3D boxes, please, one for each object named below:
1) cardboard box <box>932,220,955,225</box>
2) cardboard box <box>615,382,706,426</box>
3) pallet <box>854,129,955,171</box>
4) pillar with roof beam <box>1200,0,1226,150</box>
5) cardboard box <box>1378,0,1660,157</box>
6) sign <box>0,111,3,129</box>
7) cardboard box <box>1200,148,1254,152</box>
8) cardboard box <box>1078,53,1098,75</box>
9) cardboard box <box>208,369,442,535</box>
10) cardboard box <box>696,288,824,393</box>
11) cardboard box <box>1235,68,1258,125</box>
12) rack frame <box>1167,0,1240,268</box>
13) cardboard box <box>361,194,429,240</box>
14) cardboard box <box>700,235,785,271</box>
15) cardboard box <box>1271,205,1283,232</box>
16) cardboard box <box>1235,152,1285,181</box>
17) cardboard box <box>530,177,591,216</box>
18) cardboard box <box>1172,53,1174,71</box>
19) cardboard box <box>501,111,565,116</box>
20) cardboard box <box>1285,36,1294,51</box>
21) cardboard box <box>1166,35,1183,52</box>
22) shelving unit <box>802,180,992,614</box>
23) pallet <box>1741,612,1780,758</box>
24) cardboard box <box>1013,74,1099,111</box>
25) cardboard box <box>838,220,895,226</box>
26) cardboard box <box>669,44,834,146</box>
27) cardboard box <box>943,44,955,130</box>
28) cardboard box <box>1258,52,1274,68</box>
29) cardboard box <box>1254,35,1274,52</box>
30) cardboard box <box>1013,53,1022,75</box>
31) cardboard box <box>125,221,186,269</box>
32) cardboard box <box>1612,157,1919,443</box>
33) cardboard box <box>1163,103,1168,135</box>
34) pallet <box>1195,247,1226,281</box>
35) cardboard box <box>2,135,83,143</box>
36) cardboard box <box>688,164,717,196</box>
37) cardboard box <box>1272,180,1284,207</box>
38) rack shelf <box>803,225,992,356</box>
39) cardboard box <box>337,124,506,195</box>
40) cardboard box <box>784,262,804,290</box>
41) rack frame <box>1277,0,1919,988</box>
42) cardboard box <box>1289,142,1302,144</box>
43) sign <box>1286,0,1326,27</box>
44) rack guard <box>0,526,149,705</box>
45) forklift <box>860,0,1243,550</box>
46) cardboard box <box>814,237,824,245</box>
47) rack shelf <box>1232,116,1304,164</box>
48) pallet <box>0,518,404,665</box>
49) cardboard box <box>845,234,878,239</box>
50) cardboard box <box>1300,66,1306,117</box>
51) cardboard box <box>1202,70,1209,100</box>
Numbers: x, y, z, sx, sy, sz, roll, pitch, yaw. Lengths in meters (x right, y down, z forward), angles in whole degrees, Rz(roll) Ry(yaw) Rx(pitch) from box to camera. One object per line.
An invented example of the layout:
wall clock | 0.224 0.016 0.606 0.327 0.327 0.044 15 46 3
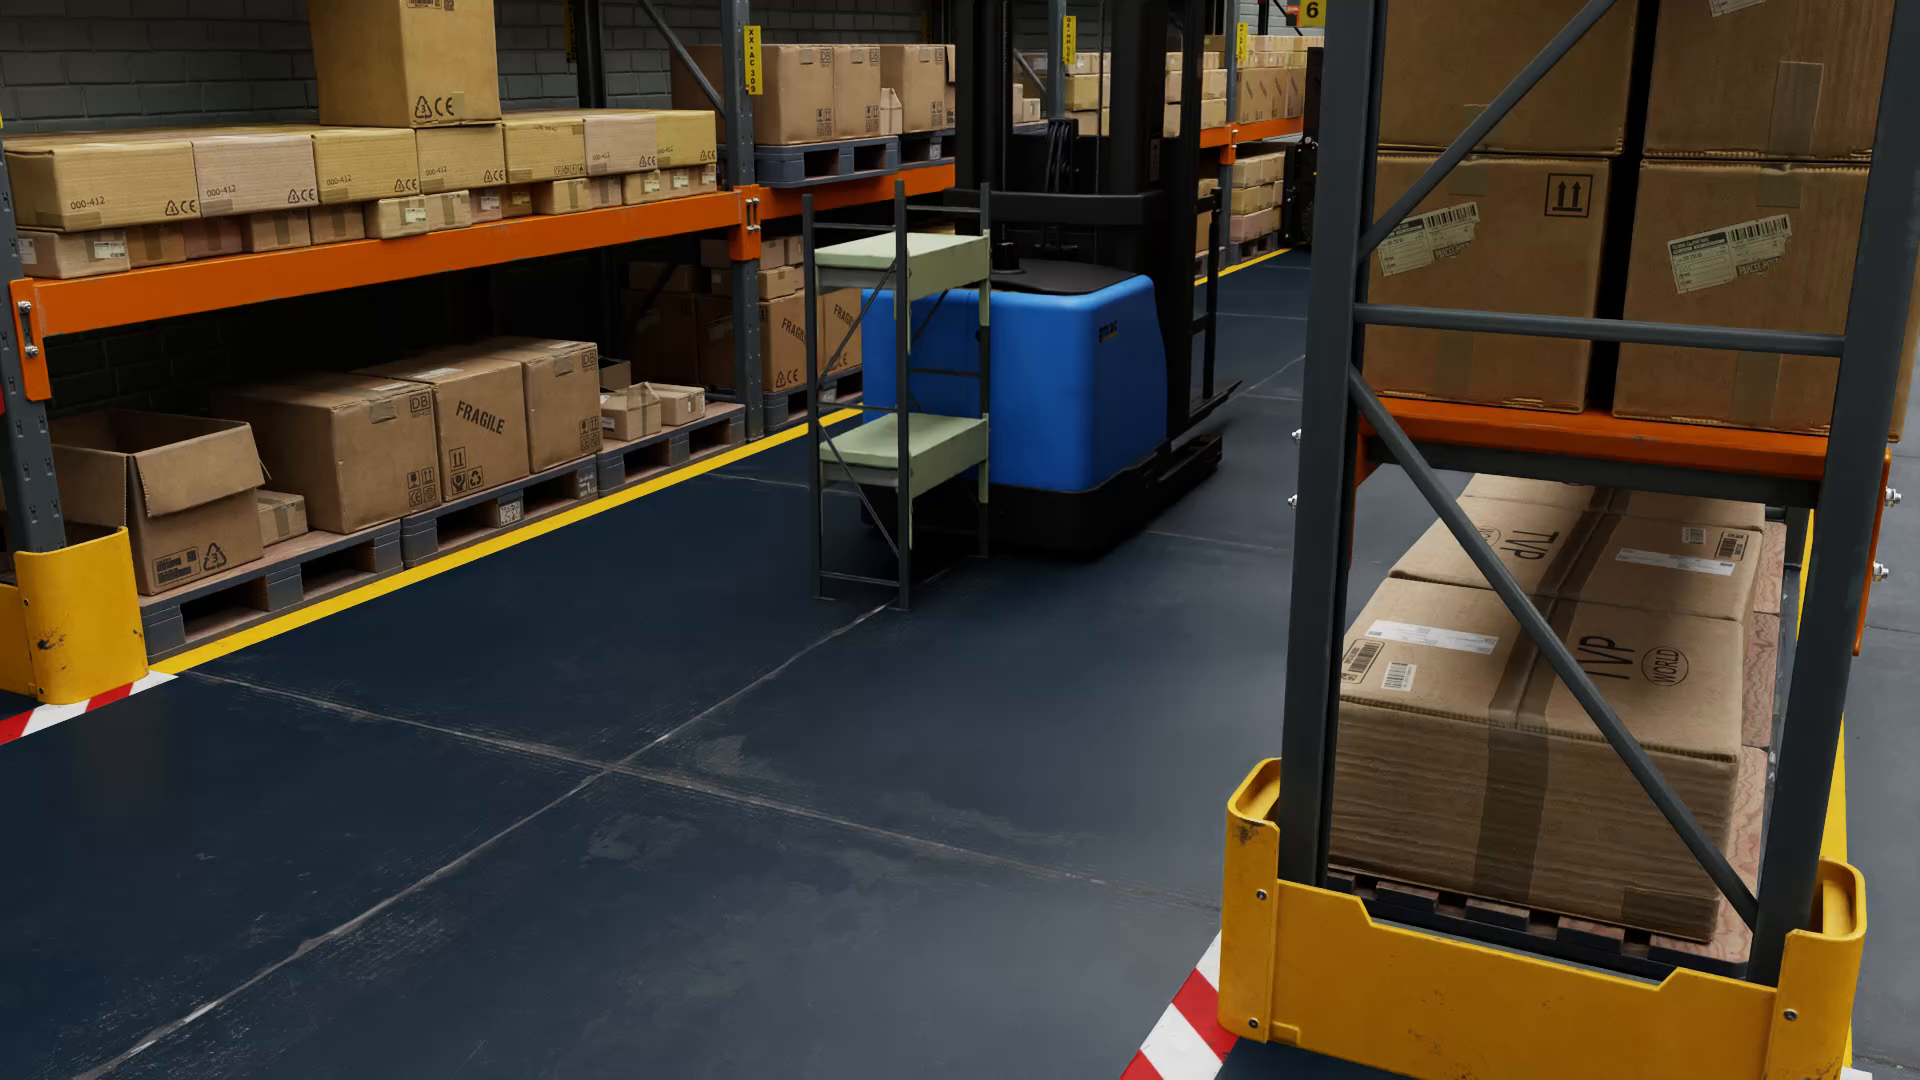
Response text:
cardboard box | 0.026 -2.066 11.224 0.380 0.149 0.250 7 18 24
cardboard box | -1.502 -0.681 8.319 0.380 0.149 0.250 7 18 24
pallet | -0.593 -2.457 10.364 1.003 0.211 1.213 8 18 25
pillar with roof beam | 6.580 -7.348 15.958 9.100 9.000 0.400 8 18 25
cardboard box | 1.141 -1.057 3.382 0.500 0.500 0.500 9 19 27
sign | -2.818 -1.353 4.791 0.100 0.325 0.005 8 18 25
cardboard box | 2.774 -3.963 17.435 0.500 0.250 0.500 8 18 24
cardboard box | 0.796 -3.515 12.277 0.380 0.149 0.250 9 19 27
cardboard box | -2.528 -0.366 6.643 0.700 0.500 0.500 9 19 28
cardboard box | -1.098 -1.123 9.191 0.500 0.500 0.500 9 19 28
cardboard box | 2.491 -4.191 15.692 0.500 0.500 0.500 8 18 24
rack frame | 2.059 -4.063 15.437 1.000 3.000 0.127 8 18 25
cardboard box | -2.291 -1.257 6.430 0.380 0.149 0.250 8 18 24
cardboard box | -1.172 -1.548 8.957 0.380 0.149 0.250 8 18 24
cardboard box | 3.000 -3.292 16.931 0.500 0.250 0.500 8 19 26
cardboard box | 3.005 -3.766 16.773 0.500 0.250 0.500 9 19 27
cardboard box | -1.854 -1.522 7.320 0.380 0.149 0.250 8 18 25
cardboard box | 1.560 -3.978 13.834 0.380 0.149 0.250 8 18 26
cardboard box | -2.197 -1.876 7.813 0.500 0.250 0.500 8 18 25
cardboard box | 3.195 -5.074 17.003 0.380 0.149 0.250 8 18 26
cardboard box | 1.931 -4.685 15.691 0.380 0.149 0.250 8 18 26
shelving unit | -0.219 -0.569 6.308 0.431 1.500 0.755 7 18 23
pallet | 1.973 0.437 5.182 1.003 0.211 1.213 8 18 25
cardboard box | 0.711 -3.291 12.222 0.500 0.250 0.500 8 18 25
cardboard box | -0.627 -2.070 11.240 0.380 0.149 0.250 7 18 23
cardboard box | -1.100 -2.370 8.821 0.700 0.500 0.500 9 19 27
cardboard box | -0.292 -2.856 10.453 0.797 0.503 0.637 8 18 24
cardboard box | 2.819 -4.660 16.129 0.380 0.149 0.250 9 19 27
cardboard box | 2.816 -4.805 16.097 0.380 0.149 0.250 9 19 27
cardboard box | 0.236 -3.512 12.266 0.380 0.149 0.250 9 19 27
cardboard box | -2.839 -1.006 5.584 0.380 0.149 0.250 9 19 27
cardboard box | 1.610 -0.510 3.298 0.500 0.500 0.500 8 18 25
cardboard box | 1.375 -3.446 13.622 0.500 0.250 0.500 9 19 27
pallet | 1.765 -2.534 15.186 1.003 0.211 1.213 8 18 25
cardboard box | -3.335 -1.229 5.633 0.500 0.250 0.500 9 19 27
cardboard box | -1.432 -1.792 8.231 0.380 0.149 0.250 8 18 26
cardboard box | 3.009 -3.525 16.839 0.500 0.250 0.500 8 18 25
rack shelf | -0.219 -0.944 6.196 0.431 0.370 0.720 7 18 23
cardboard box | -2.201 -1.550 6.715 0.500 0.250 0.500 8 18 24
cardboard box | -1.063 -1.478 9.245 0.380 0.149 0.250 8 18 24
rack frame | 1.139 -0.376 3.023 1.000 3.000 0.127 8 18 25
cardboard box | 3.920 -4.288 18.528 0.500 0.250 0.500 9 19 27
sign | 0.660 -1.118 3.069 0.100 0.325 0.005 8 18 25
rack guard | -3.269 0.172 5.567 1.175 0.500 0.348 8 18 25
forklift | 0.645 -1.739 7.731 1.130 2.935 3.031 7 18 23
cardboard box | -1.069 -1.805 10.348 0.380 0.149 0.250 8 18 26
rack shelf | 2.953 -4.228 17.255 1.077 0.370 4.000 8 18 25
pallet | -2.914 0.107 6.292 1.003 0.211 1.213 8 18 25
cardboard box | -0.496 -1.810 10.364 0.380 0.149 0.250 8 18 26
cardboard box | 3.392 -4.710 17.438 0.500 0.500 0.500 8 18 24
cardboard box | 1.845 -3.942 14.412 0.500 0.250 0.500 8 18 24
